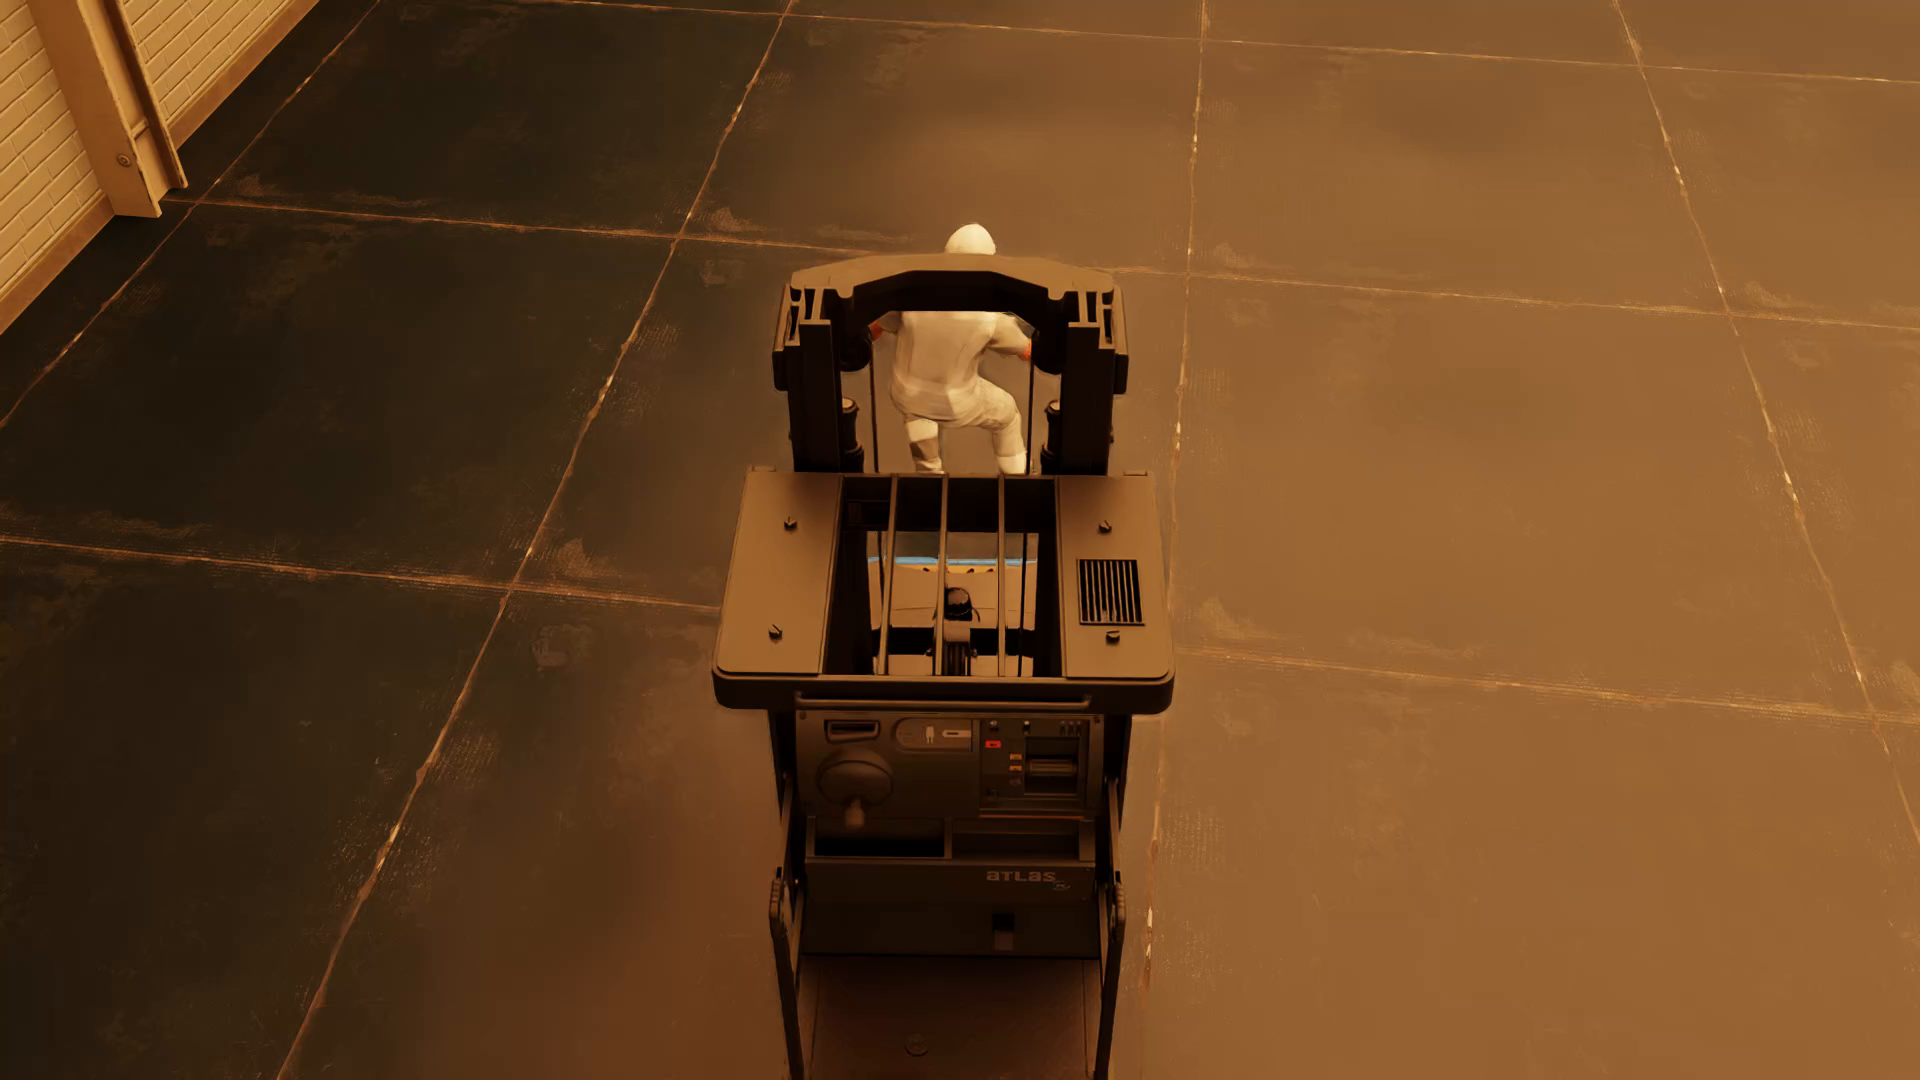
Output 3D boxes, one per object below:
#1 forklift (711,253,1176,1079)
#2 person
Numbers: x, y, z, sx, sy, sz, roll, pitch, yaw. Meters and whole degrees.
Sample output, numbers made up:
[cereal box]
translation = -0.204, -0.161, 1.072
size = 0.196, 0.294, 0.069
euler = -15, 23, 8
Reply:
[forklift]
translation = -0.033, 0.771, 4.885
size = 1.130, 2.935, 3.031
euler = 1, 43, 1
[person]
translation = -0.019, -0.778, 7.544
size = 0.907, 1.624, 0.632
euler = 9, 43, 9
